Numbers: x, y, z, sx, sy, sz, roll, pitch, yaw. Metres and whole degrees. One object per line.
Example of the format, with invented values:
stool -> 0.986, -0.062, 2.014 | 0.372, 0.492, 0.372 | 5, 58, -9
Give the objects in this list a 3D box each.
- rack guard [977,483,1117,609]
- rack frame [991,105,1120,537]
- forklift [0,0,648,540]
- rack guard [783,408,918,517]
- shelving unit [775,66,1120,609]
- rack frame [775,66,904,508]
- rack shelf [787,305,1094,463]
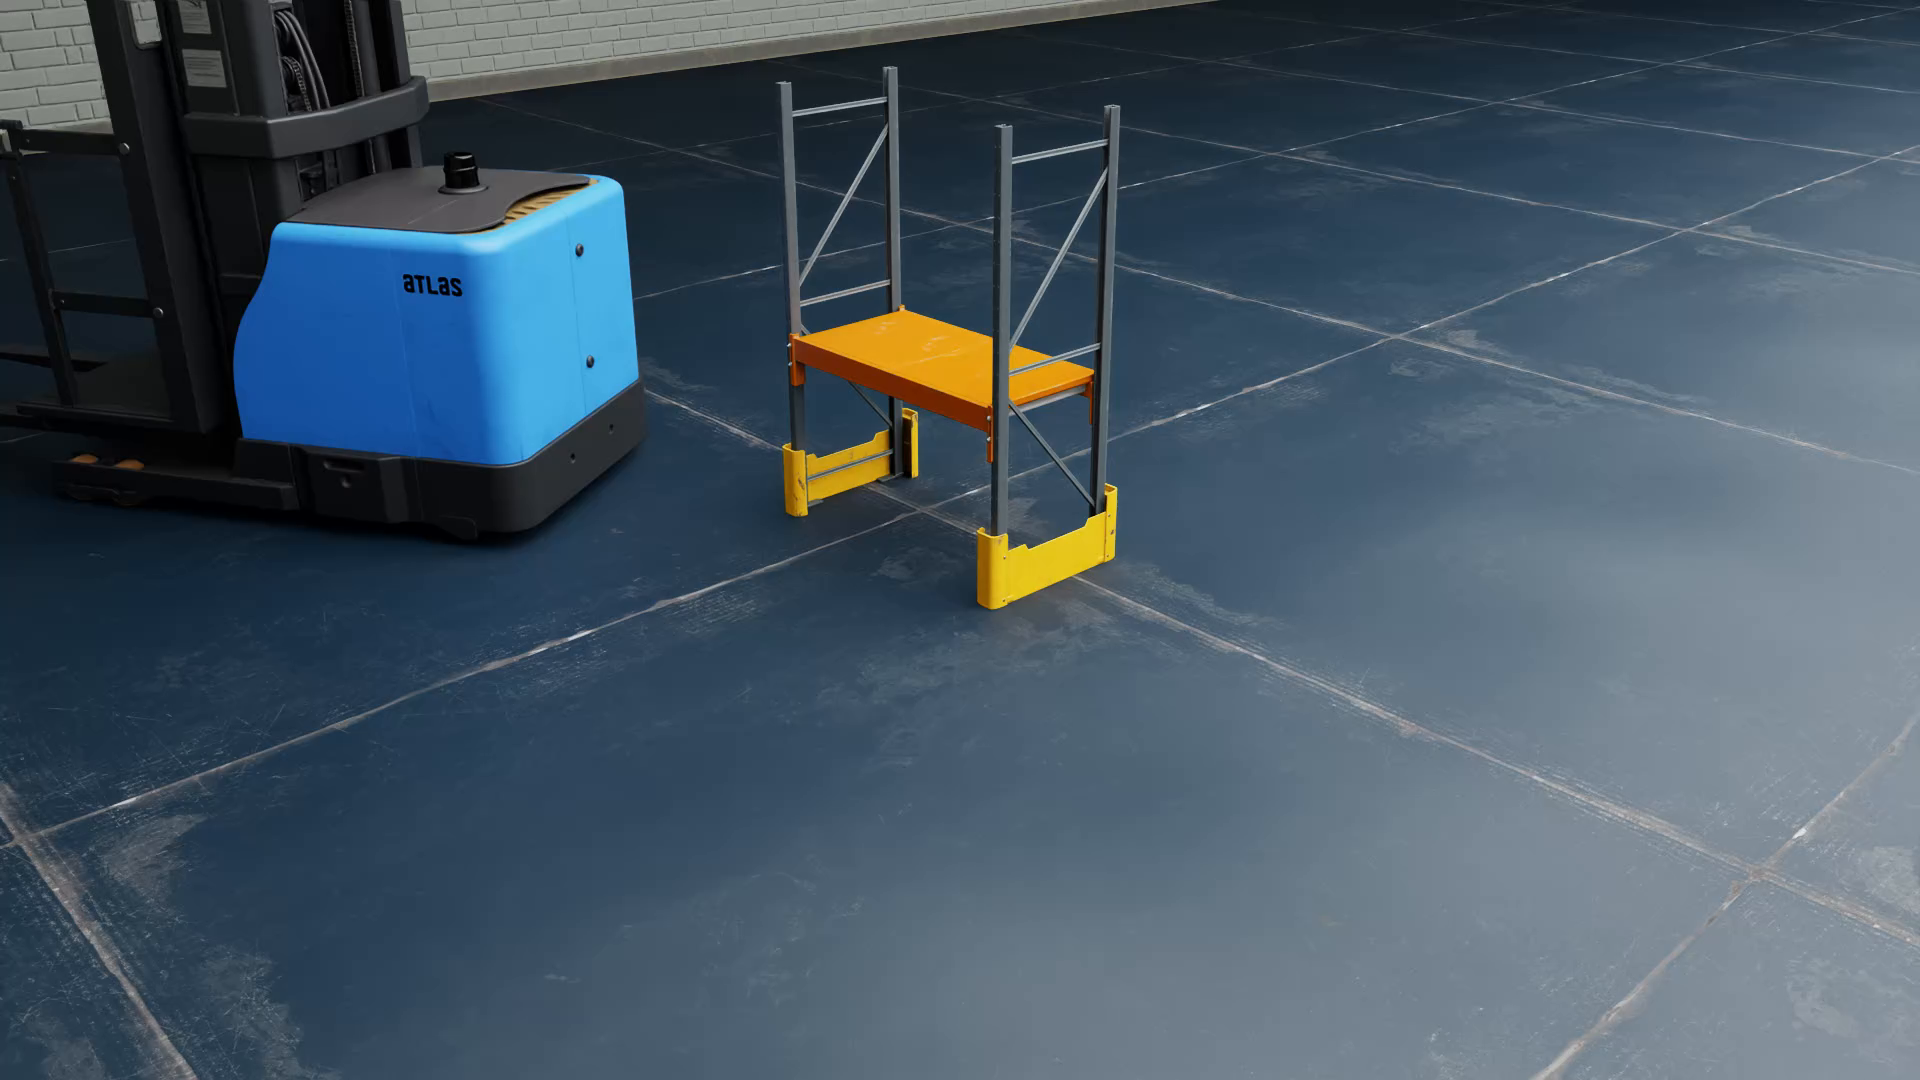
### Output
rack guard -> 0.288, 0.014, 5.418 | 0.587, 0.250, 0.087 | -21, 32, -38
rack frame -> 0.289, -0.554, 5.158 | 0.500, 1.500, 0.032 | -21, 32, -38
forklift -> -2.789, -1.658, 5.854 | 3.031, 2.935, 1.130 | 7, 25, 14
rack guard -> -0.392, -0.288, 6.079 | 0.587, 0.250, 0.087 | -21, 32, -38
shelving unit -> -0.052, -0.705, 5.489 | 0.587, 1.500, 1.083 | -21, 32, -38
rack frame -> -0.406, -0.862, 5.833 | 0.500, 1.500, 0.032 | -21, 32, -38
rack shelf -> -0.058, -0.545, 5.570 | 0.538, 0.185, 1.000 | -21, 32, -38
